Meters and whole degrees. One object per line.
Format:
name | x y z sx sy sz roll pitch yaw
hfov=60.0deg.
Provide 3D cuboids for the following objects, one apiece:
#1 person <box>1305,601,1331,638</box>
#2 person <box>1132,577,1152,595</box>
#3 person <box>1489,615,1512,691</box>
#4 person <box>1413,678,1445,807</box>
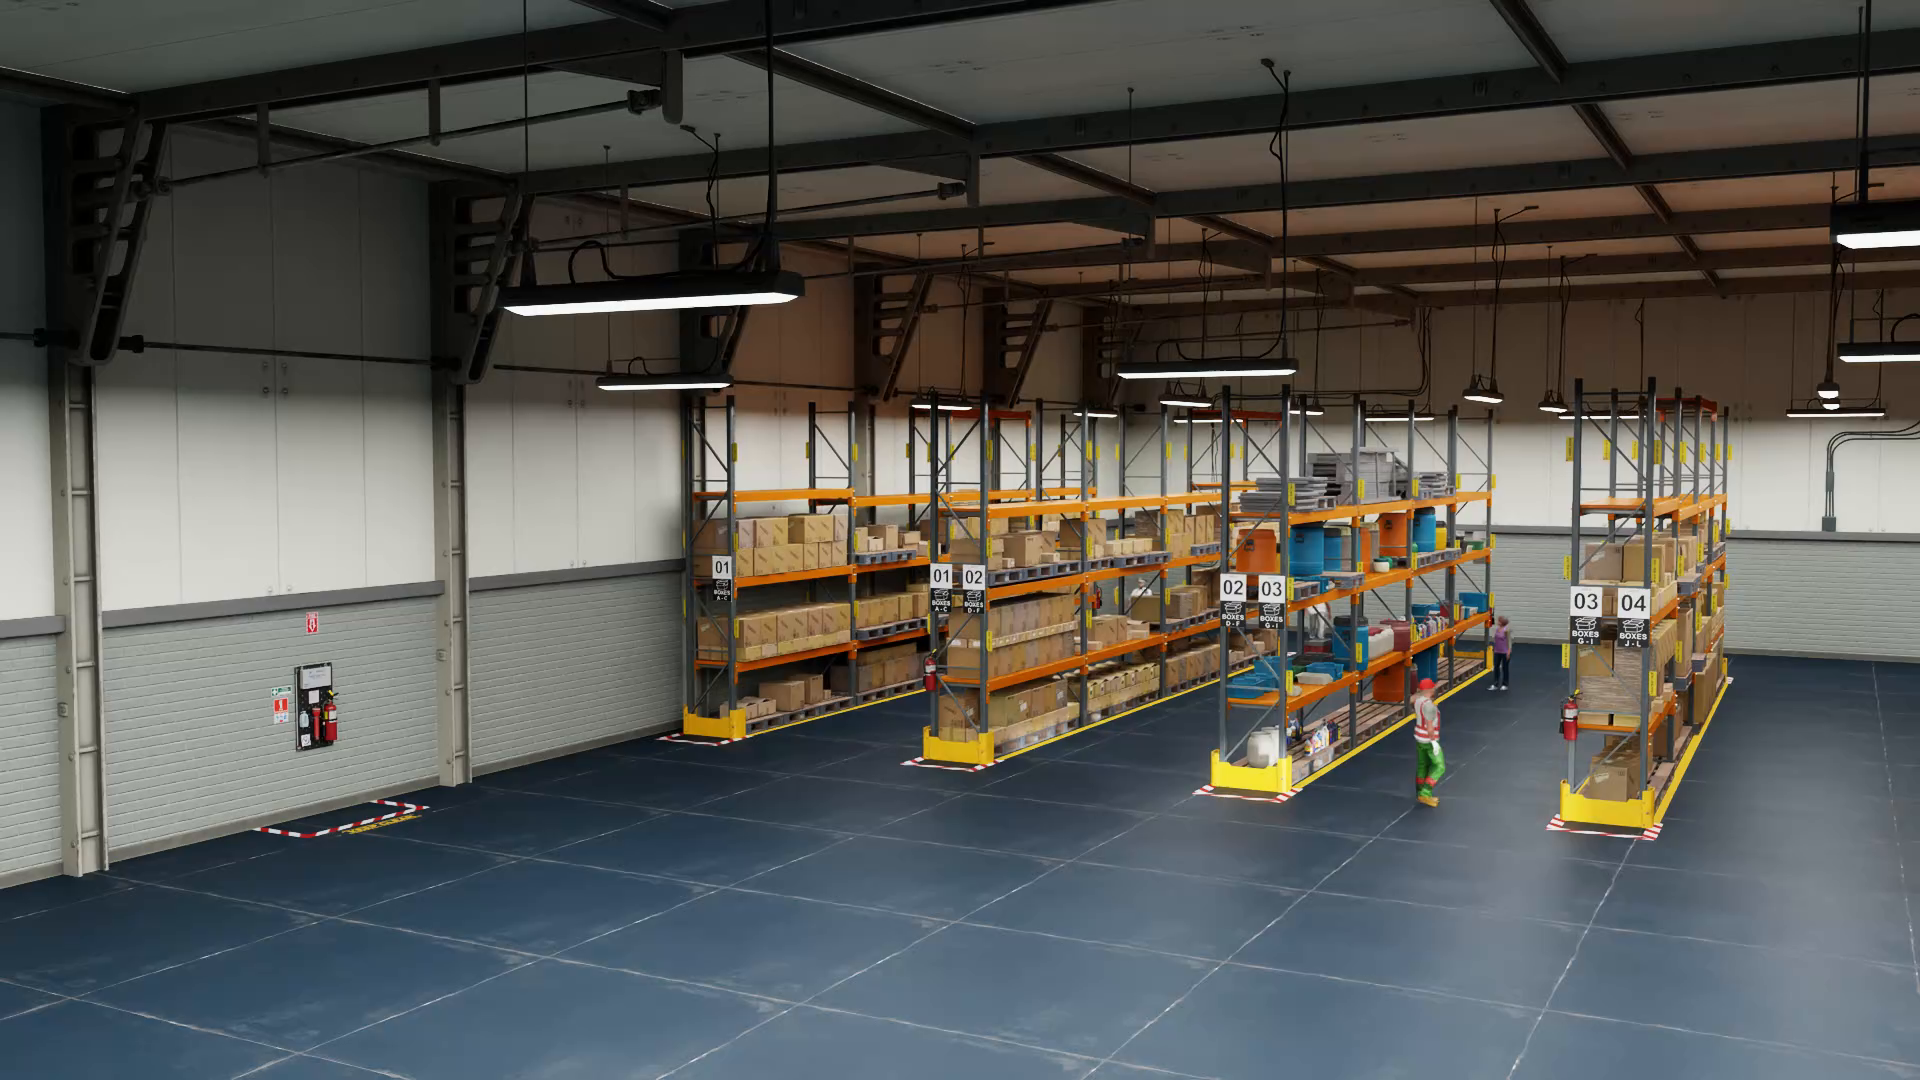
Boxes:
person | 9.273 1.881 43.089 0.684 1.735 0.975 0 3 8
person | 4.735 1.847 43.080 0.557 1.745 0.486 -1 3 -16
person | 11.385 2.380 34.931 0.435 1.606 0.457 -2 4 -34
person | 6.656 2.860 23.628 0.378 1.786 0.630 0 3 -3
